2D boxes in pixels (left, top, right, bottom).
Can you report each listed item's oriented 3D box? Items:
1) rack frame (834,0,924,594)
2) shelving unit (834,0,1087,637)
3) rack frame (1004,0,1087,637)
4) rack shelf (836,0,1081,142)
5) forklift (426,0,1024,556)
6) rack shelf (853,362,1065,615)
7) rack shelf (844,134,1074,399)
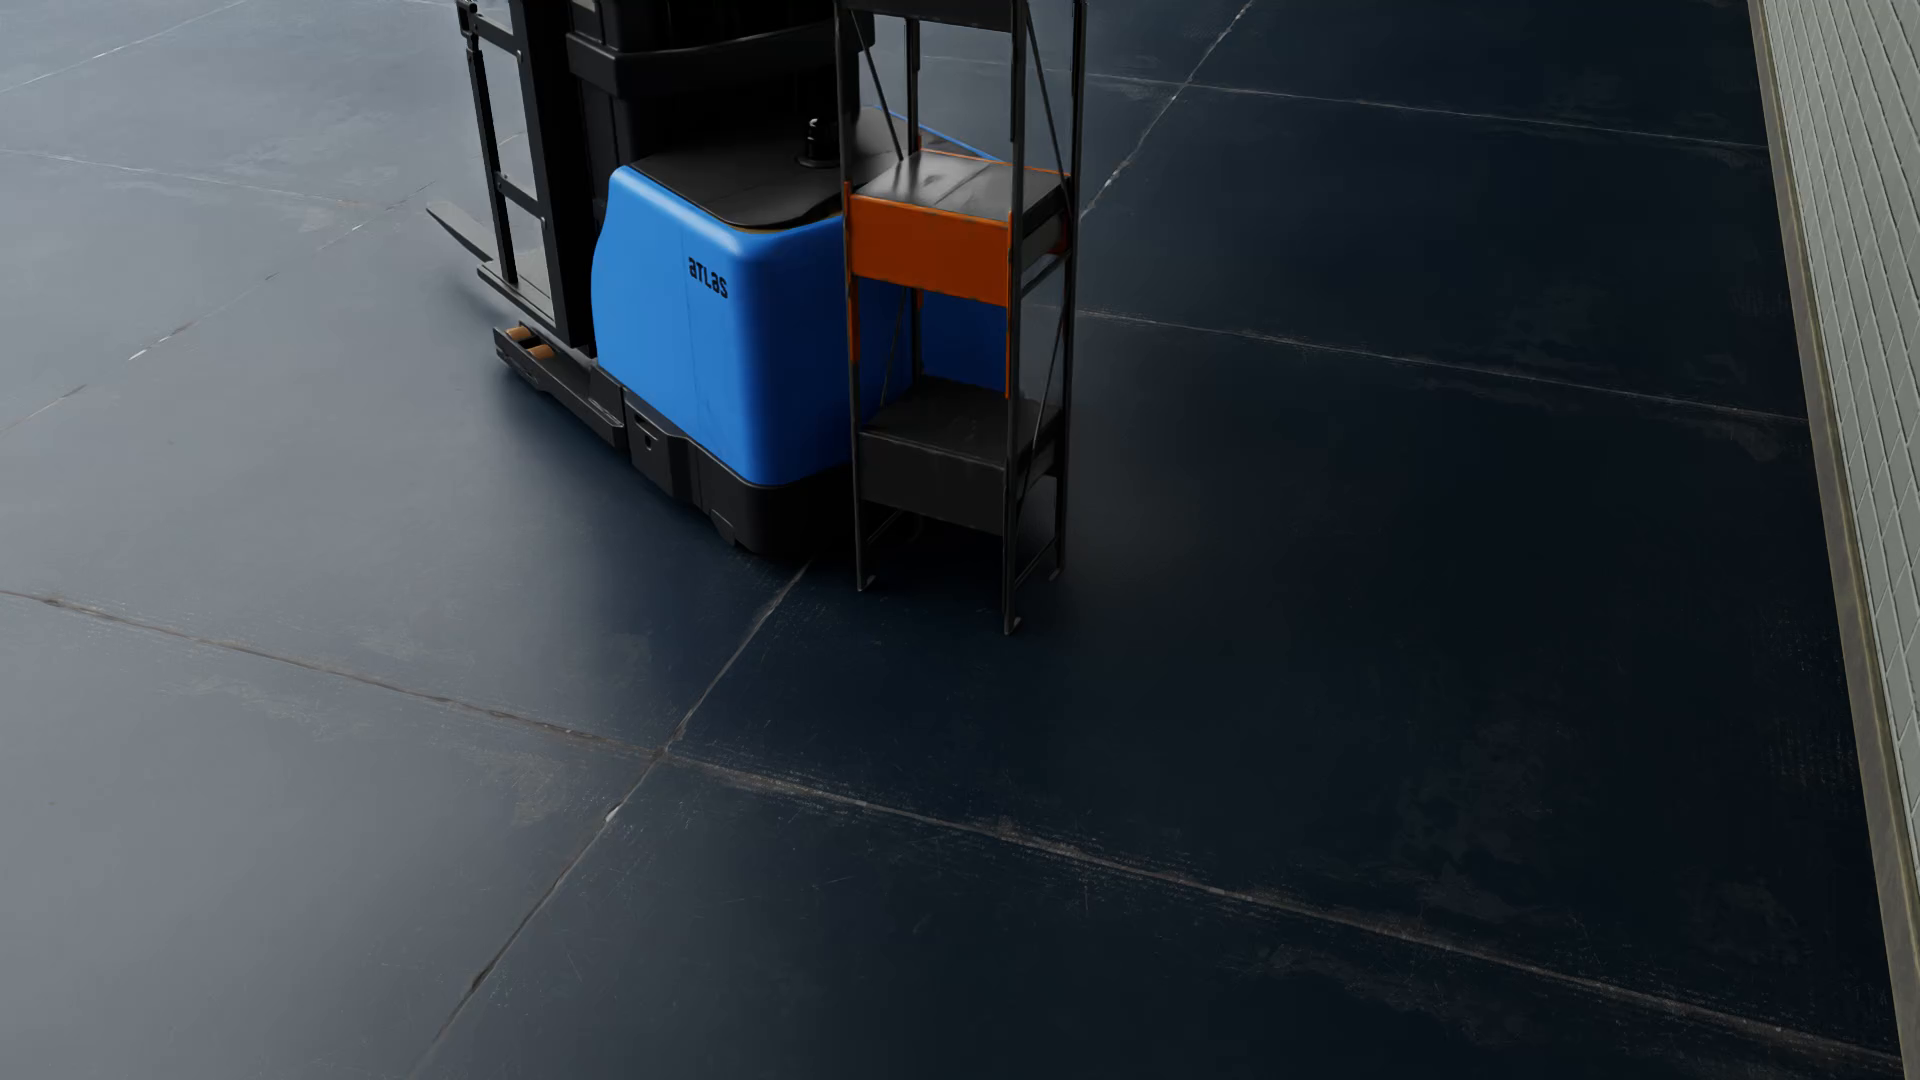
[{"bbox_3d":[-0.211,-0.818,4.582,0.015,2.100,0.400,15,36,22],"label":"rack frame"},{"bbox_3d":[0.006,-0.759,4.490,0.503,2.100,0.431,15,36,22],"label":"shelving unit"},{"bbox_3d":[0.224,-0.699,4.397,0.015,2.100,0.400,15,36,22],"label":"rack frame"},{"bbox_3d":[0.006,-1.336,4.117,0.480,0.518,0.431,15,36,22],"label":"rack shelf"},{"bbox_3d":[-1.082,-1.924,5.527,1.130,2.935,3.031,-22,39,-31],"label":"forklift"},{"bbox_3d":[0.006,-0.159,4.877,0.480,0.518,0.431,15,36,22],"label":"rack shelf"},{"bbox_3d":[0.006,-0.748,4.497,0.480,0.518,0.431,15,36,22],"label":"rack shelf"}]
